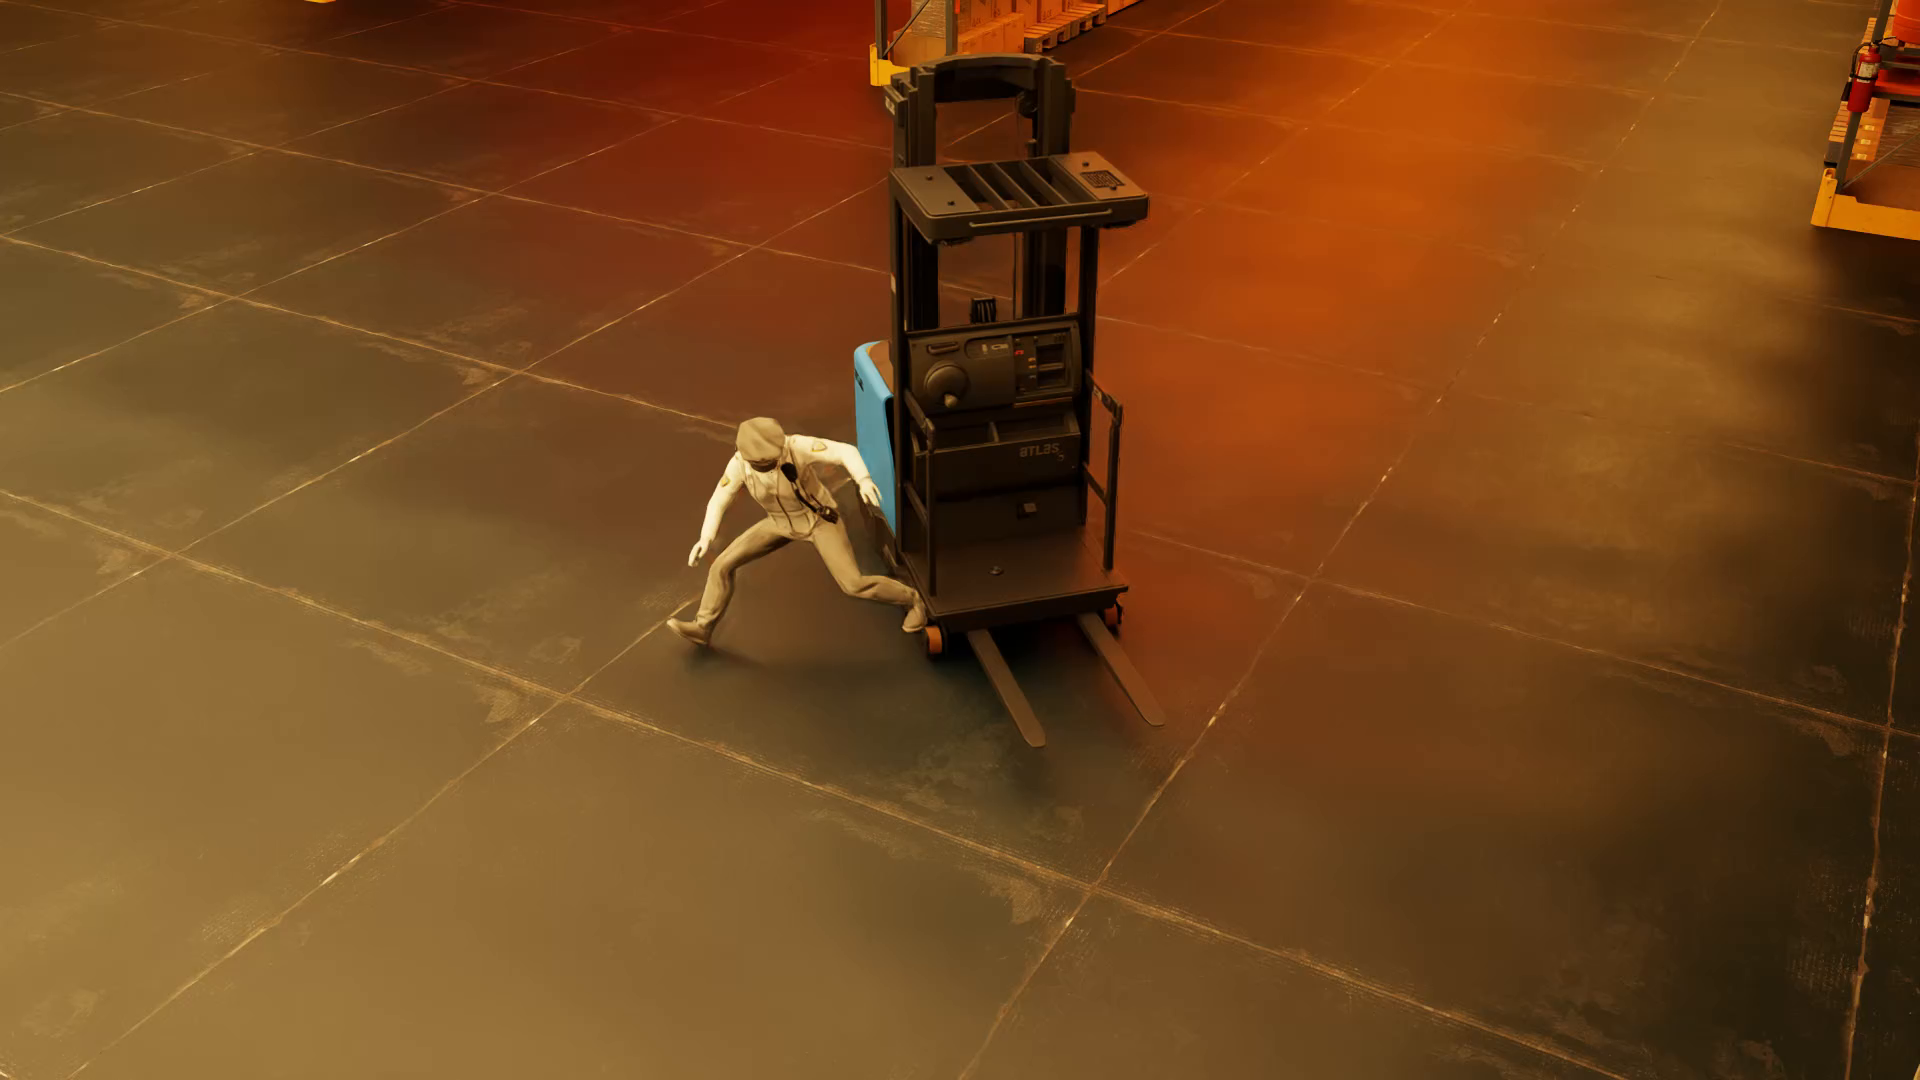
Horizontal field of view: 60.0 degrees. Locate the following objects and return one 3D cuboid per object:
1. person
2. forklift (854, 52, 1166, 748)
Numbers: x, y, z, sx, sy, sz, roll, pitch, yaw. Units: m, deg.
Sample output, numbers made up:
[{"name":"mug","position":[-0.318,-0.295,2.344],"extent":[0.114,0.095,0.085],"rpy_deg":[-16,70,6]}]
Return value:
[{"name":"person","position":[-0.848,-0.025,8.685],"extent":[1.279,1.372,0.761],"rpy_deg":[12,32,19]},{"name":"forklift","position":[0.252,-0.868,8.575],"extent":[1.130,2.935,3.031],"rpy_deg":[-8,31,-14]}]
